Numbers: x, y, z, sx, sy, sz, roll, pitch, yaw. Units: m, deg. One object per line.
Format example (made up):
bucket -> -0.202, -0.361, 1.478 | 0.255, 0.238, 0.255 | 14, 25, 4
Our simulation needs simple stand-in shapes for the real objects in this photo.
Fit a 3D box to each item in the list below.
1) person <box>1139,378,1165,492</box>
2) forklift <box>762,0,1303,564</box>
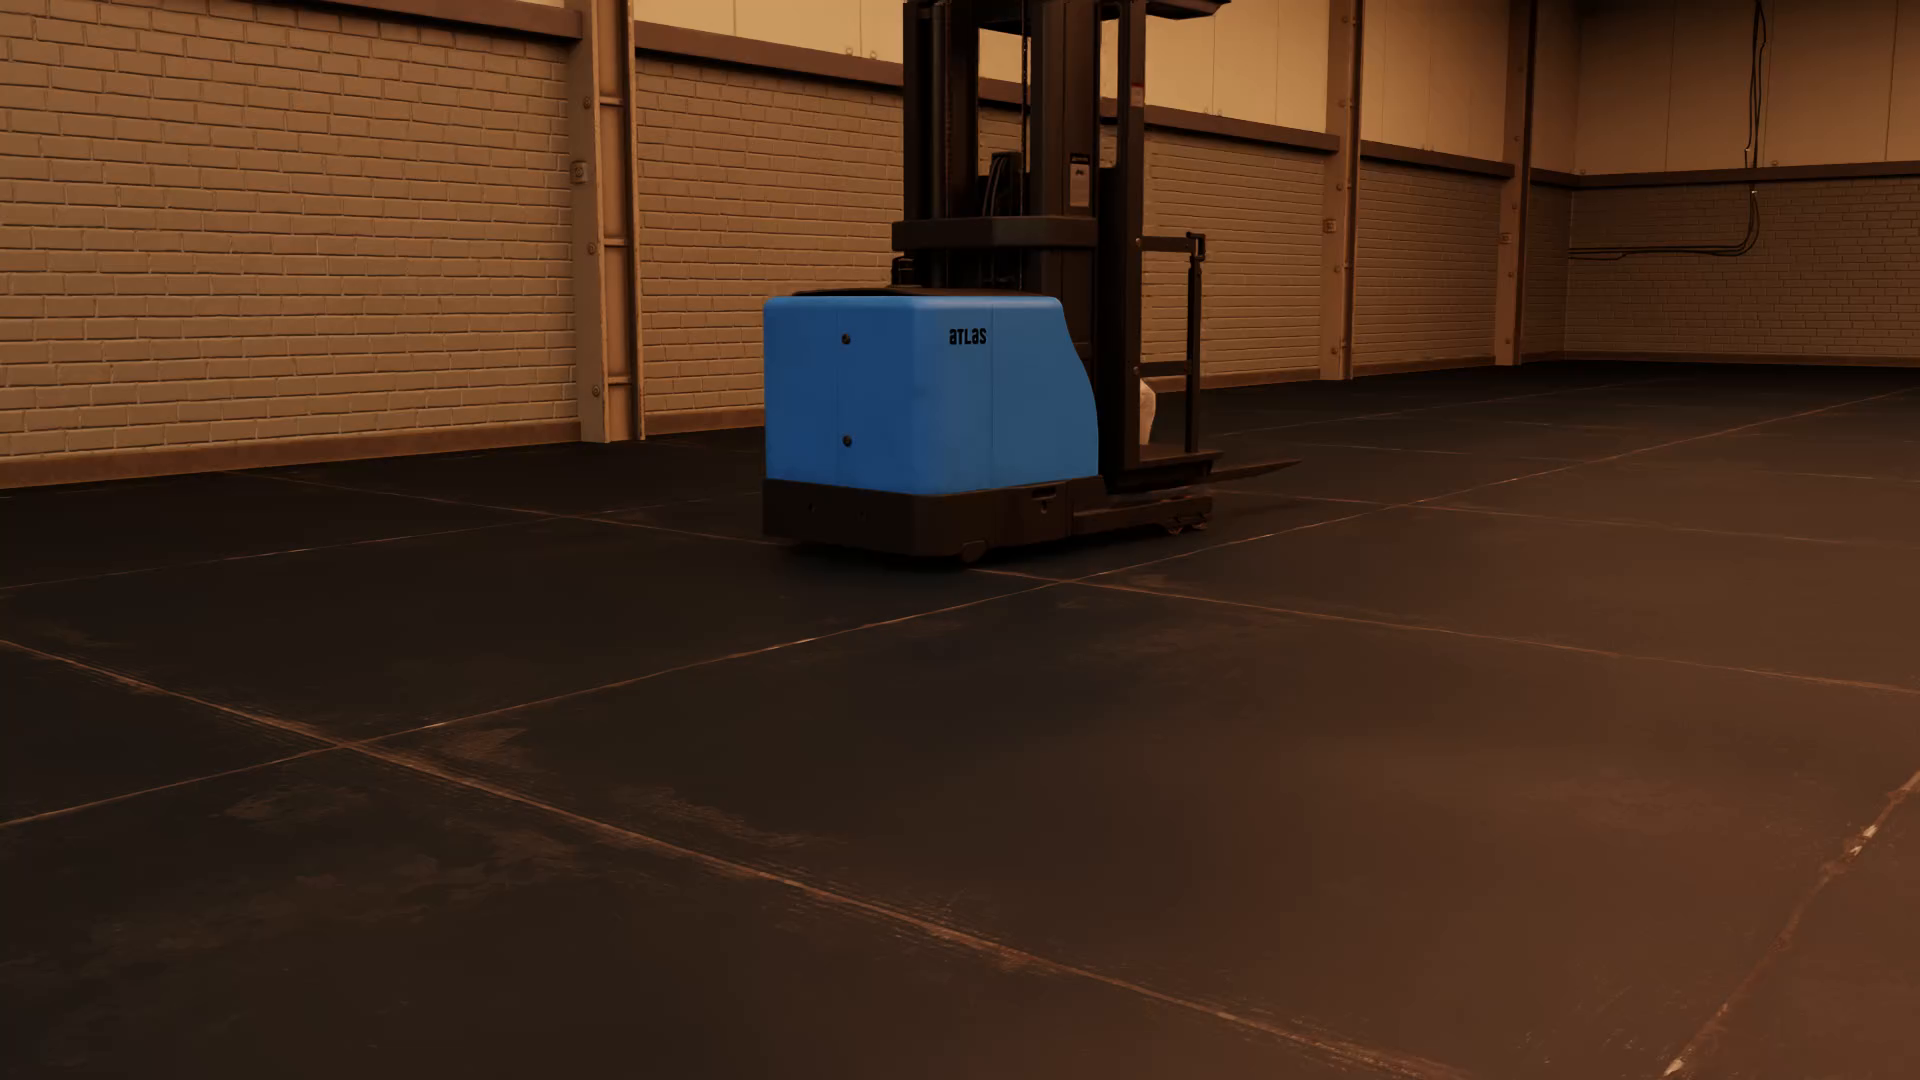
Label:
person -> 0.635, -0.971, 8.772 | 0.794, 1.554, 0.922 | -2, 8, -10
forklift -> 0.527, -1.518, 7.658 | 1.130, 2.935, 3.031 | 8, 11, 42
